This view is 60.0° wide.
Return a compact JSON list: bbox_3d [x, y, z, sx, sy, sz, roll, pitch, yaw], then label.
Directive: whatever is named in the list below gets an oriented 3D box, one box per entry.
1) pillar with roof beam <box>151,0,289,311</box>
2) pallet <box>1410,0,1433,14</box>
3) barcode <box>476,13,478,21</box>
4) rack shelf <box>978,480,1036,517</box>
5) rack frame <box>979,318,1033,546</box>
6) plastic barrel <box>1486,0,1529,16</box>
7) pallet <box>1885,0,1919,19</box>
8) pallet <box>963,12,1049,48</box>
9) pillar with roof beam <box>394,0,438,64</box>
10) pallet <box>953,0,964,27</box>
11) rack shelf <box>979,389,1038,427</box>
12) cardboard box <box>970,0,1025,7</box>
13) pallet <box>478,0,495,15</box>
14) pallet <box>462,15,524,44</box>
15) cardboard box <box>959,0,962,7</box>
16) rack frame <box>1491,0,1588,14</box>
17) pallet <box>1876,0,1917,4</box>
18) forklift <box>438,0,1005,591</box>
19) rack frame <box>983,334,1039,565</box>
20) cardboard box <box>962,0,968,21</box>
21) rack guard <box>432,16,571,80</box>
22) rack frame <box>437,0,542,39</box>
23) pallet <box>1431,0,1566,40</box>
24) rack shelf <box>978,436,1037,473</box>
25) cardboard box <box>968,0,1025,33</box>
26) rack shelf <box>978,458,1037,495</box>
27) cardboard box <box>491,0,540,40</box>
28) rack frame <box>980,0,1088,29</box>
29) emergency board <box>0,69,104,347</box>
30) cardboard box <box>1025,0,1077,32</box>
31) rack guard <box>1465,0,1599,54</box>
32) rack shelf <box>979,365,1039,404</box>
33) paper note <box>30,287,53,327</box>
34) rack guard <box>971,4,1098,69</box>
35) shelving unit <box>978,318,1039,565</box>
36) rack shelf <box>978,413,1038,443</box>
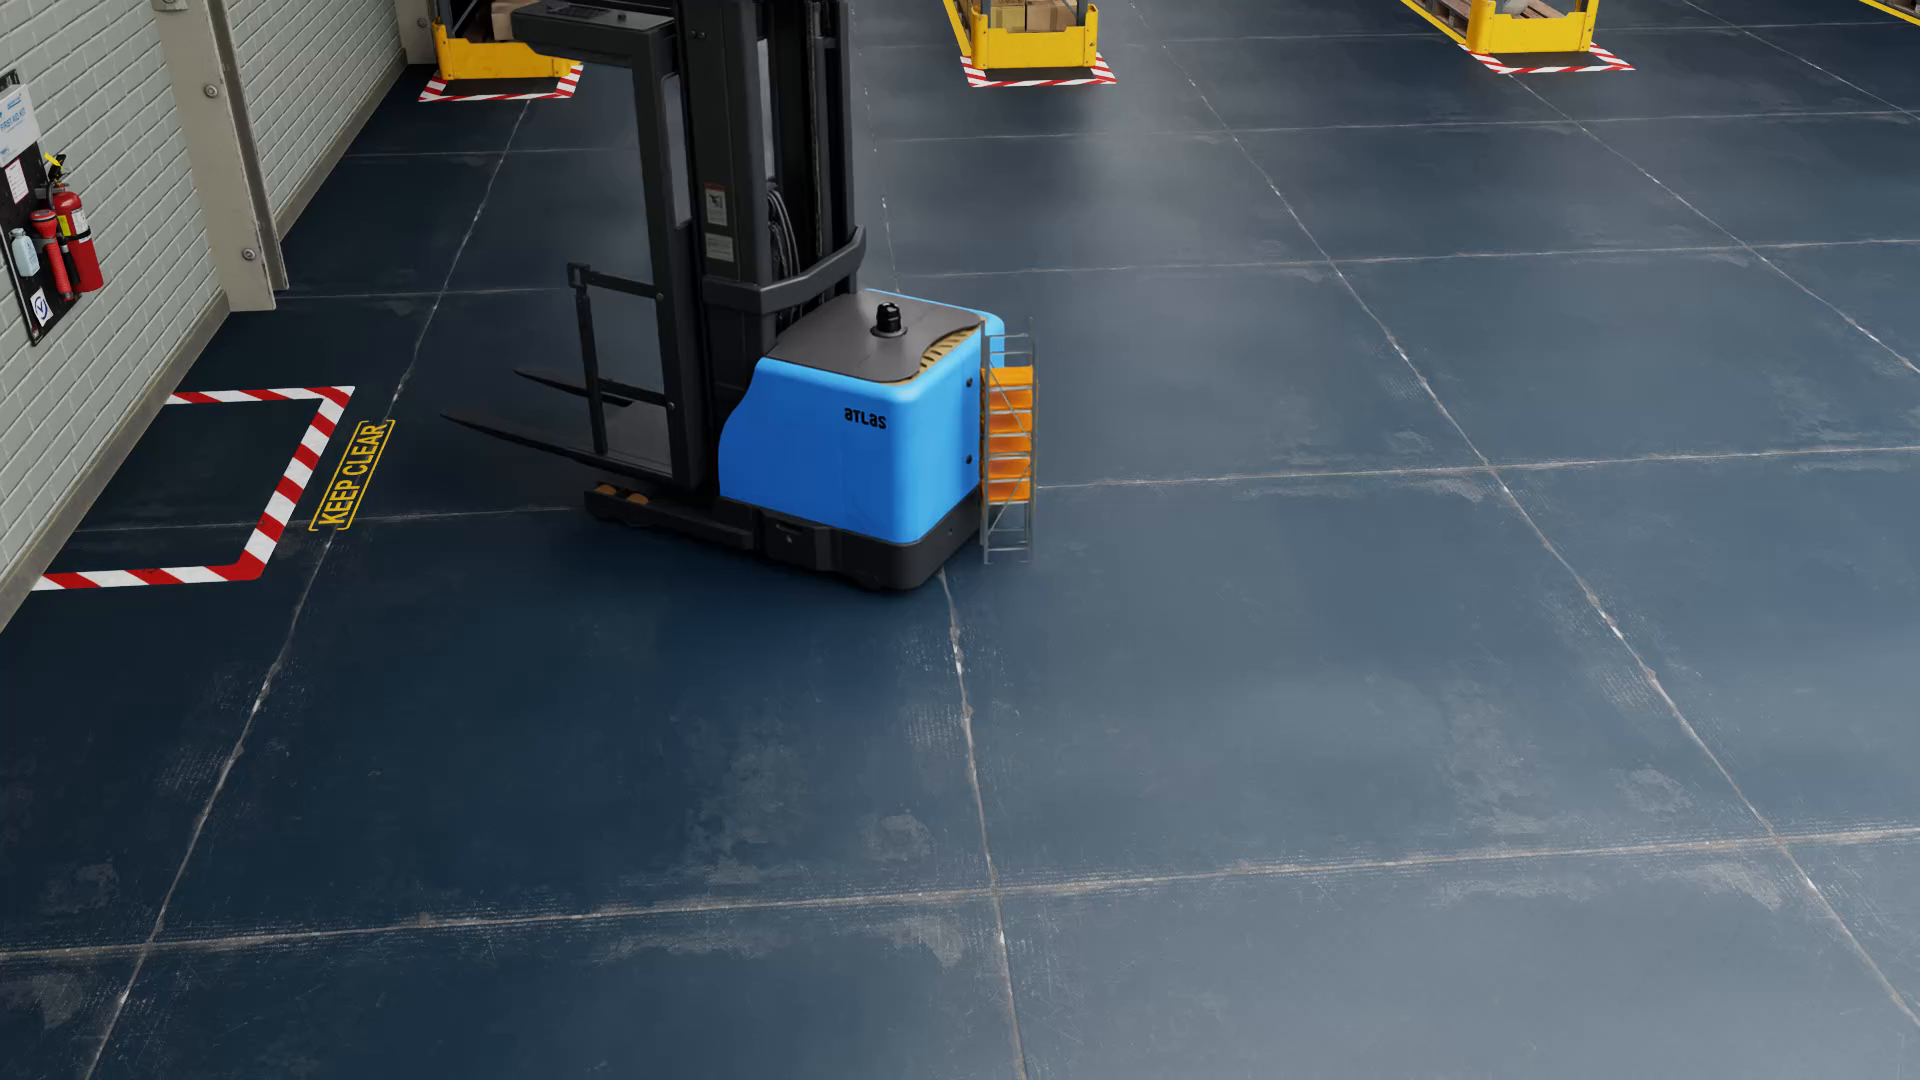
[{"bbox_3d":[-0.315,-5.650,8.933,9.100,9.000,0.400,-3,31,-5],"label":"pillar with roof beam"},{"bbox_3d":[5.393,-5.966,18.032,1.003,0.211,1.213,-3,31,-5],"label":"pallet"},{"bbox_3d":[-4.610,-5.002,15.882,0.001,0.075,0.075,-3,31,-5],"label":"barcode"},{"bbox_3d":[0.224,-0.204,7.976,0.258,0.103,0.180,-3,31,-5],"label":"rack shelf"},{"bbox_3d":[0.215,-0.495,7.909,0.240,1.200,0.006,-3,31,-5],"label":"rack frame"},{"bbox_3d":[5.491,-5.535,16.607,0.421,0.512,0.421,0,31,0],"label":"plastic barrel"},{"bbox_3d":[10.512,-5.585,17.395,1.003,0.211,1.213,-3,31,-5],"label":"pallet"},{"bbox_3d":[0.583,-5.046,16.492,1.003,0.211,1.213,-3,31,-5],"label":"pallet"},{"bbox_3d":[-0.876,-8.713,14.062,9.100,9.000,0.400,-3,31,-5],"label":"pillar with roof beam"},{"bbox_3d":[0.472,-5.667,17.532,1.003,0.211,1.213,-3,31,-5],"label":"pallet"},{"bbox_3d":[0.224,-0.616,7.730,0.258,0.103,0.180,-3,31,-5],"label":"rack shelf"},{"bbox_3d":[0.350,-5.436,15.966,0.500,0.500,0.500,-3,31,-5],"label":"cardboard box"},{"bbox_3d":[-4.394,-5.495,17.244,1.003,0.211,1.213,-3,31,-5],"label":"pallet"},{"bbox_3d":[-4.283,-4.874,16.203,1.003,0.211,1.213,-3,31,-5],"label":"pallet"},{"bbox_3d":[0.245,-5.624,17.012,0.500,0.250,0.500,-3,31,-5],"label":"cardboard box"},{"bbox_3d":[5.628,-6.090,15.521,1.000,3.000,0.127,-3,31,-5],"label":"rack frame"},{"bbox_3d":[10.401,-6.207,18.436,1.003,0.211,1.213,-3,31,-5],"label":"pallet"},{"bbox_3d":[-1.319,-1.545,7.978,3.031,2.935,1.130,15,34,23],"label":"forklift"},{"bbox_3d":[0.233,-0.402,7.752,0.240,1.200,0.006,-3,31,-5],"label":"rack frame"},{"bbox_3d":[0.293,-5.369,16.585,0.500,0.250,0.500,-3,31,-5],"label":"cardboard box"},{"bbox_3d":[-4.242,-4.581,15.432,1.175,0.500,0.348,-3,31,-5],"label":"rack guard"},{"bbox_3d":[-4.235,-5.615,14.726,1.000,3.000,0.127,-3,31,-5],"label":"rack frame"},{"bbox_3d":[5.504,-5.344,16.992,1.003,0.211,1.213,-3,31,-5],"label":"pallet"},{"bbox_3d":[0.224,-0.410,7.853,0.258,0.103,0.180,-3,31,-5],"label":"rack shelf"},{"bbox_3d":[0.352,-5.114,16.159,0.500,0.250,0.500,-3,31,-5],"label":"cardboard box"},{"bbox_3d":[0.224,-0.307,7.915,0.258,0.103,0.180,-3,31,-5],"label":"rack shelf"},{"bbox_3d":[-4.210,-5.007,15.901,0.500,0.311,0.500,-6,31,-10],"label":"cardboard box"},{"bbox_3d":[0.696,-5.855,15.127,1.000,3.000,0.127,-3,31,-5],"label":"rack frame"},{"bbox_3d":[-4.408,-1.605,8.011,0.194,1.169,0.643,-3,31,-5],"label":"emergency board"},{"bbox_3d":[0.868,-5.139,16.200,0.500,0.250,0.500,-3,31,-5],"label":"cardboard box"},{"bbox_3d":[5.574,-5.053,16.223,1.175,0.500,0.348,-3,31,-5],"label":"rack guard"},{"bbox_3d":[0.224,-0.719,7.669,0.258,0.103,0.180,-3,31,-5],"label":"rack shelf"},{"bbox_3d":[-4.461,-1.133,8.080,0.016,0.148,0.142,-3,31,-5],"label":"paper note"},{"bbox_3d":[0.699,-4.769,15.747,1.175,0.500,0.348,-3,31,-5],"label":"rack guard"},{"bbox_3d":[0.224,-0.448,7.831,0.258,1.200,0.189,-3,31,-5],"label":"shelving unit"},{"bbox_3d":[0.224,-0.513,7.792,0.258,0.103,0.180,-3,31,-5],"label":"rack shelf"}]
